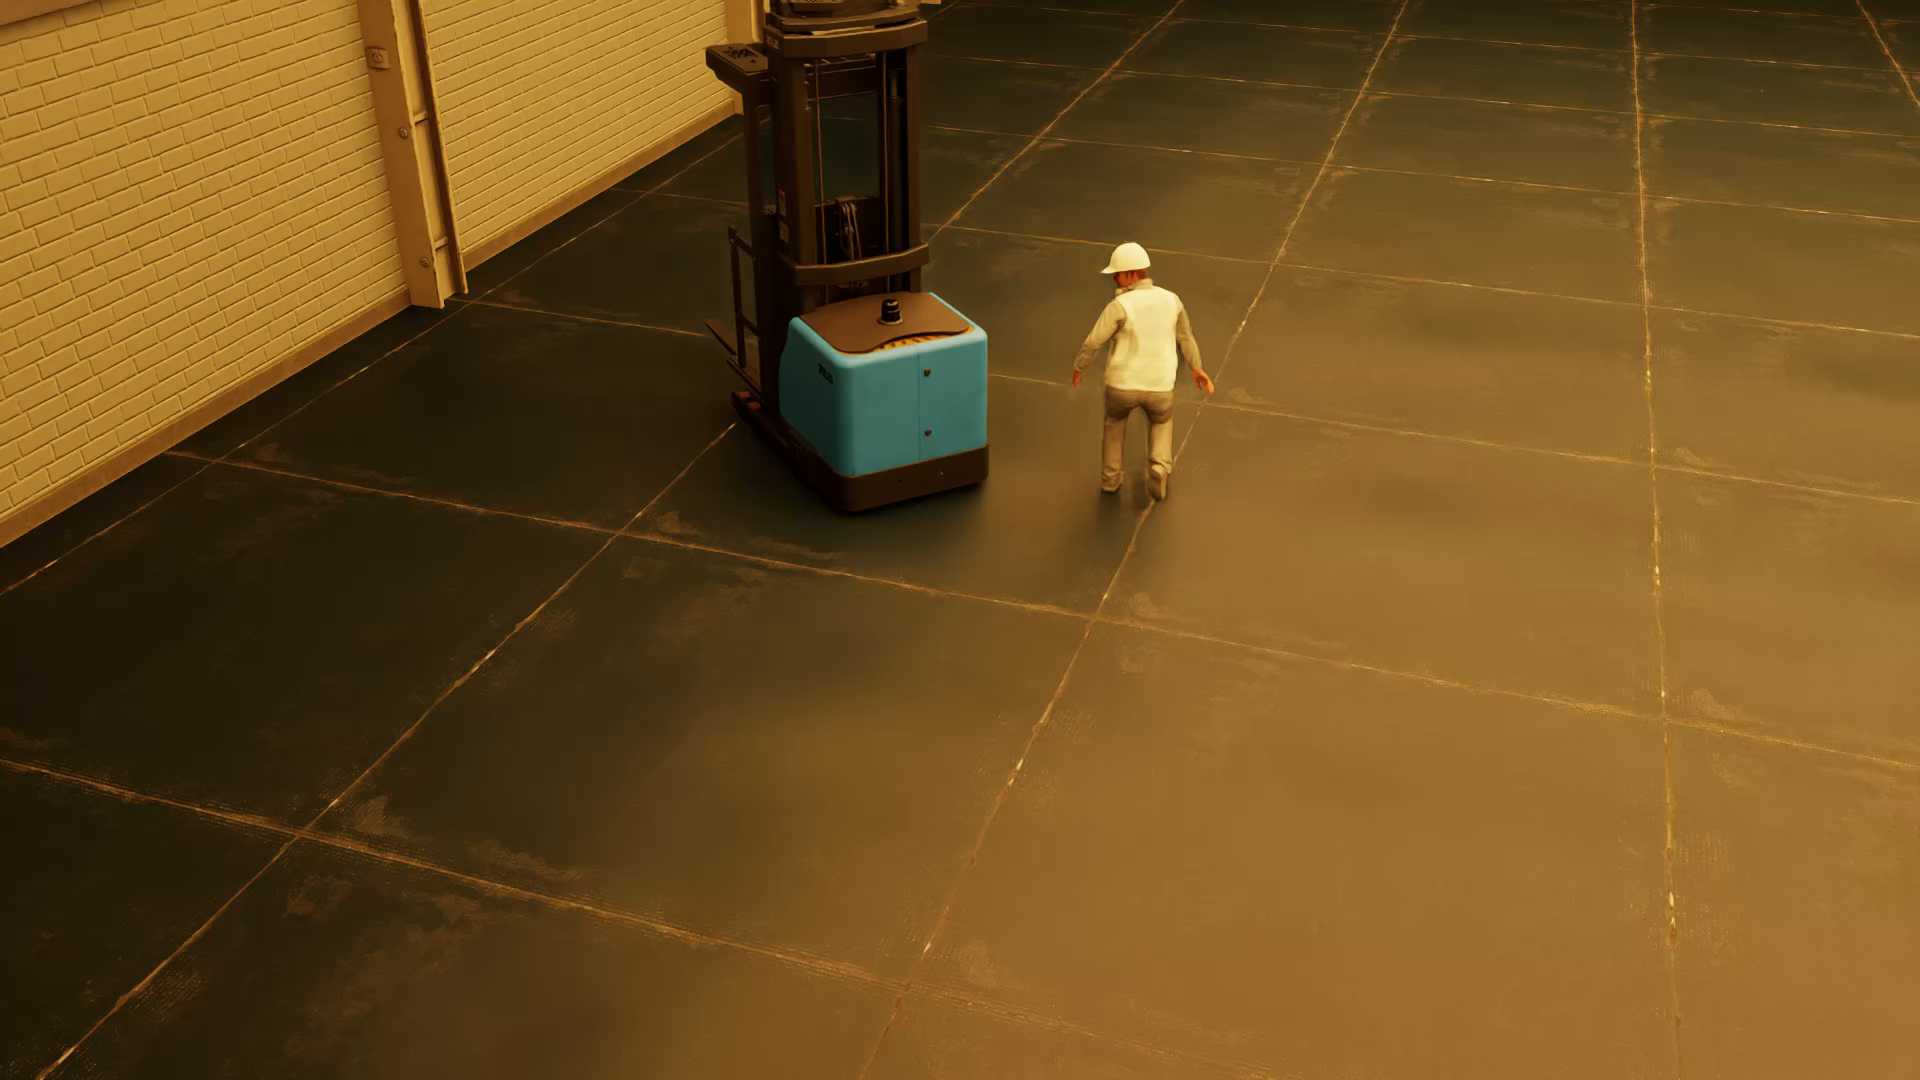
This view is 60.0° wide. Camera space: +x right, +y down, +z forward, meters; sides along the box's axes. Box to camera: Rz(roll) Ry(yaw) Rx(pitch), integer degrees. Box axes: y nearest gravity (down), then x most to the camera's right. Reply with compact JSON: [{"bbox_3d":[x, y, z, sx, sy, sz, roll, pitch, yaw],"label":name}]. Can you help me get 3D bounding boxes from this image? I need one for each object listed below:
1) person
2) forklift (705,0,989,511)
[{"bbox_3d":[1.153,-1.020,10.329,0.891,1.594,0.575,-3,30,-5],"label":"person"},{"bbox_3d":[-0.938,-2.153,10.913,1.130,2.935,3.031,-14,33,-23],"label":"forklift"}]
